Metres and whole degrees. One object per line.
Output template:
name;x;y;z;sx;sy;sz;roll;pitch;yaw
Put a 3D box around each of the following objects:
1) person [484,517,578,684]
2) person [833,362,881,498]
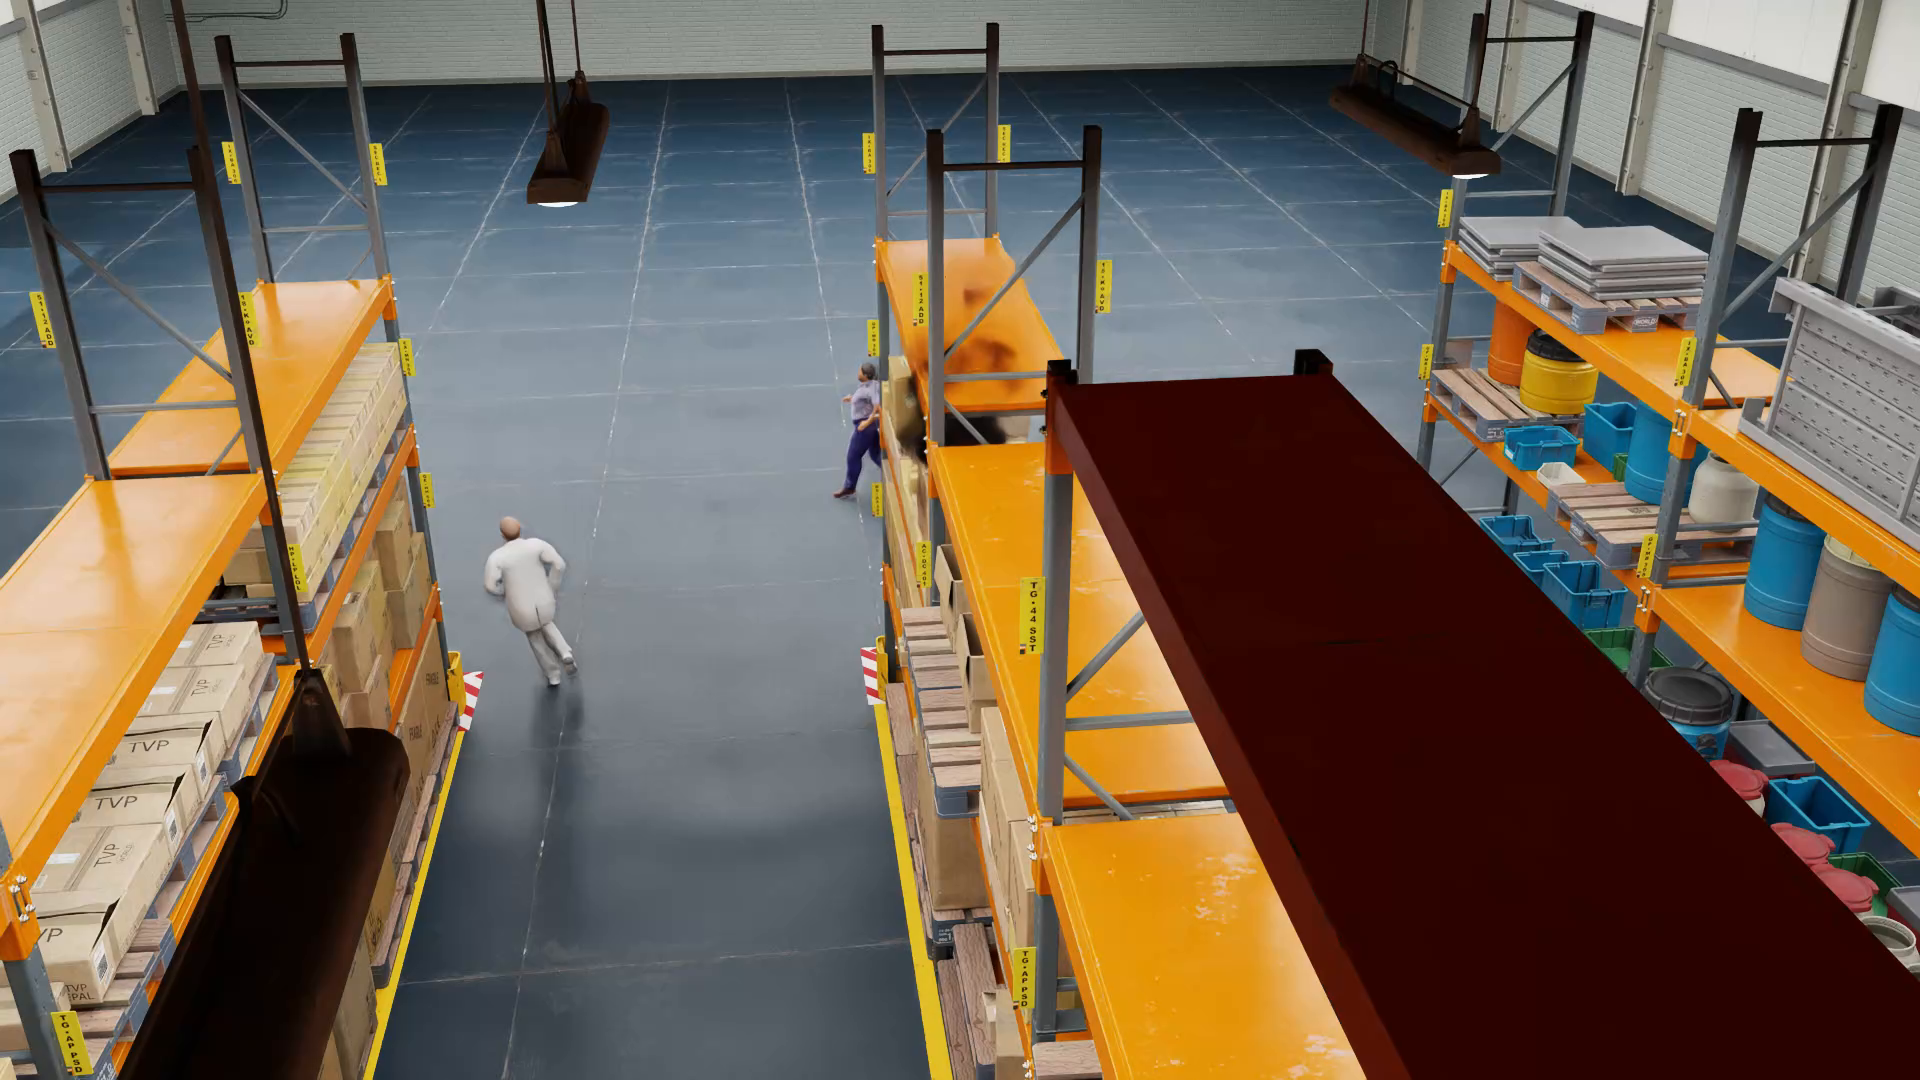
person;-4.001;0.565;15.326;0.714;1.725;0.603;-15;30;-29
person;-1.047;-1.259;19.205;0.886;1.670;0.602;8;27;16
